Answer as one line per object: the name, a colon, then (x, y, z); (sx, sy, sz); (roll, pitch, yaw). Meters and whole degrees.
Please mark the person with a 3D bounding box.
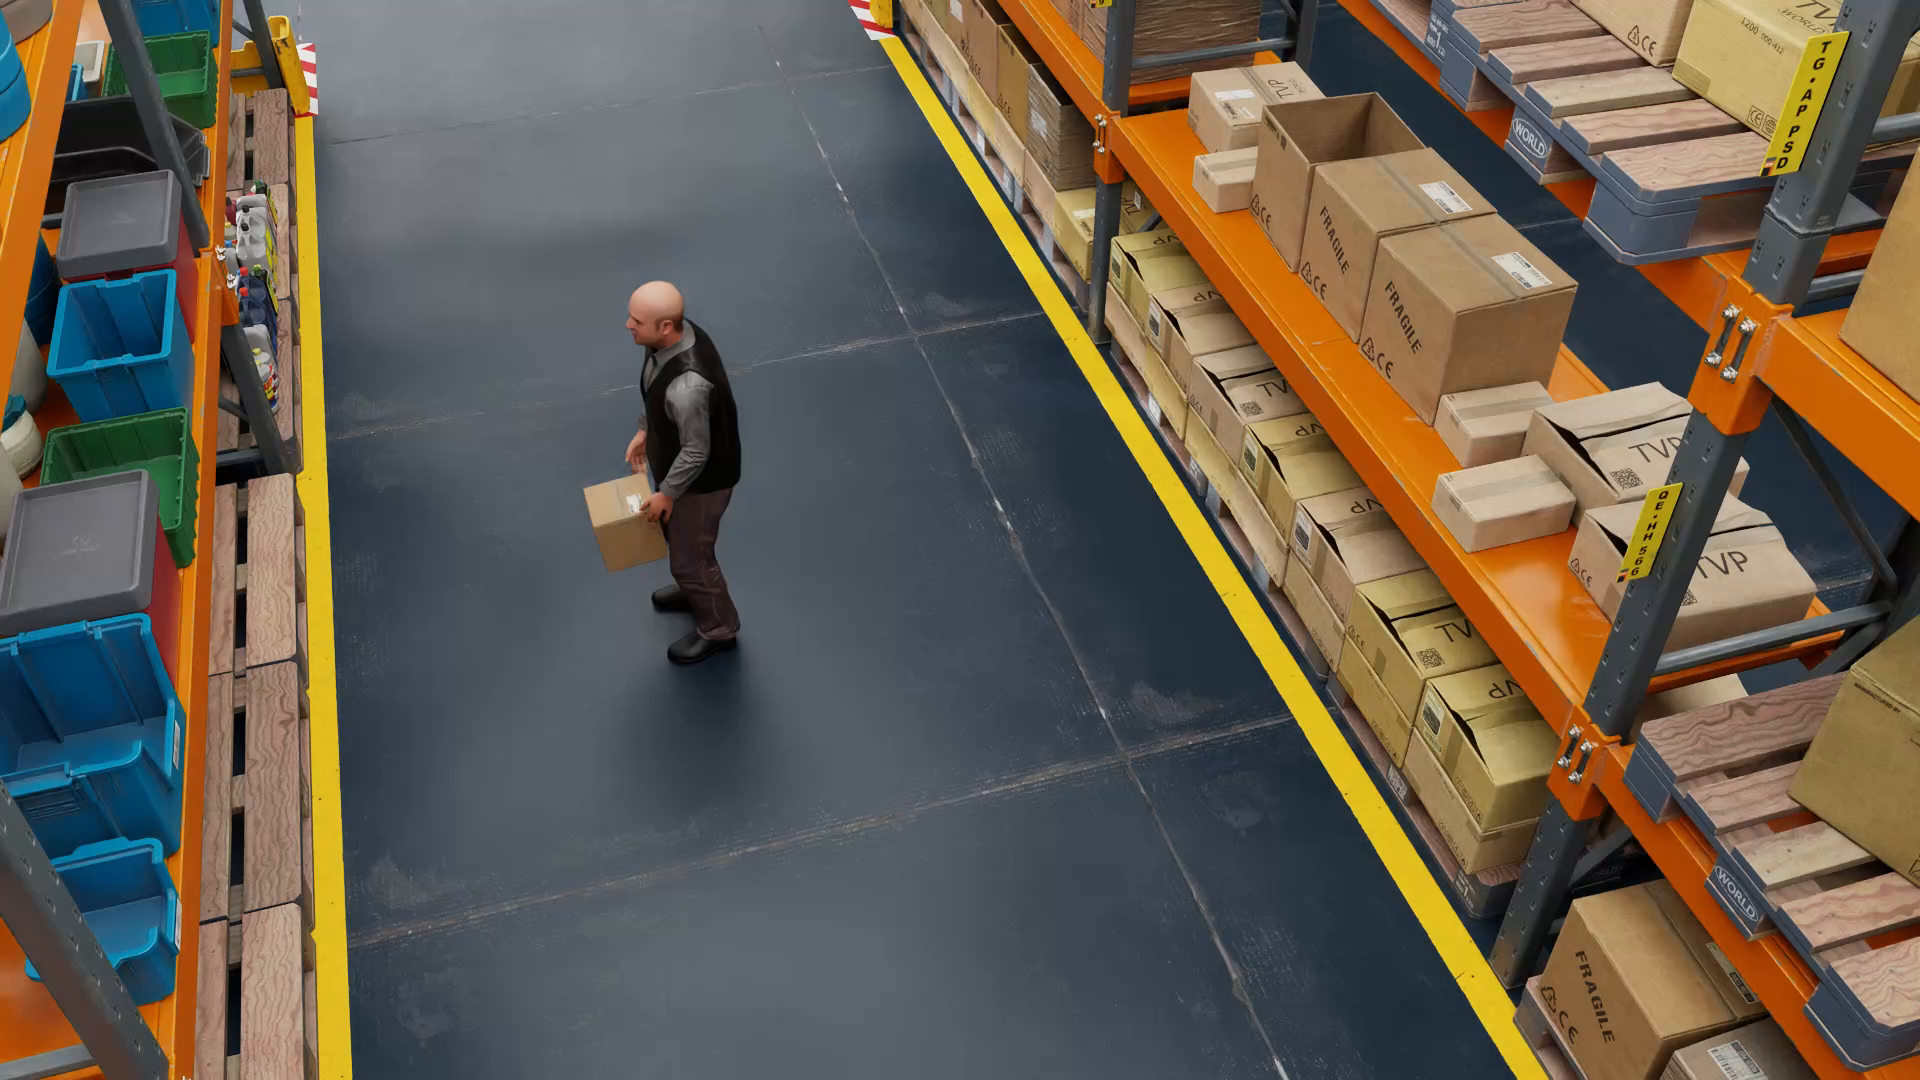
person: (-1.064, -0.273, 6.478); (0.435, 1.727, 0.553); (-13, 43, -14)
